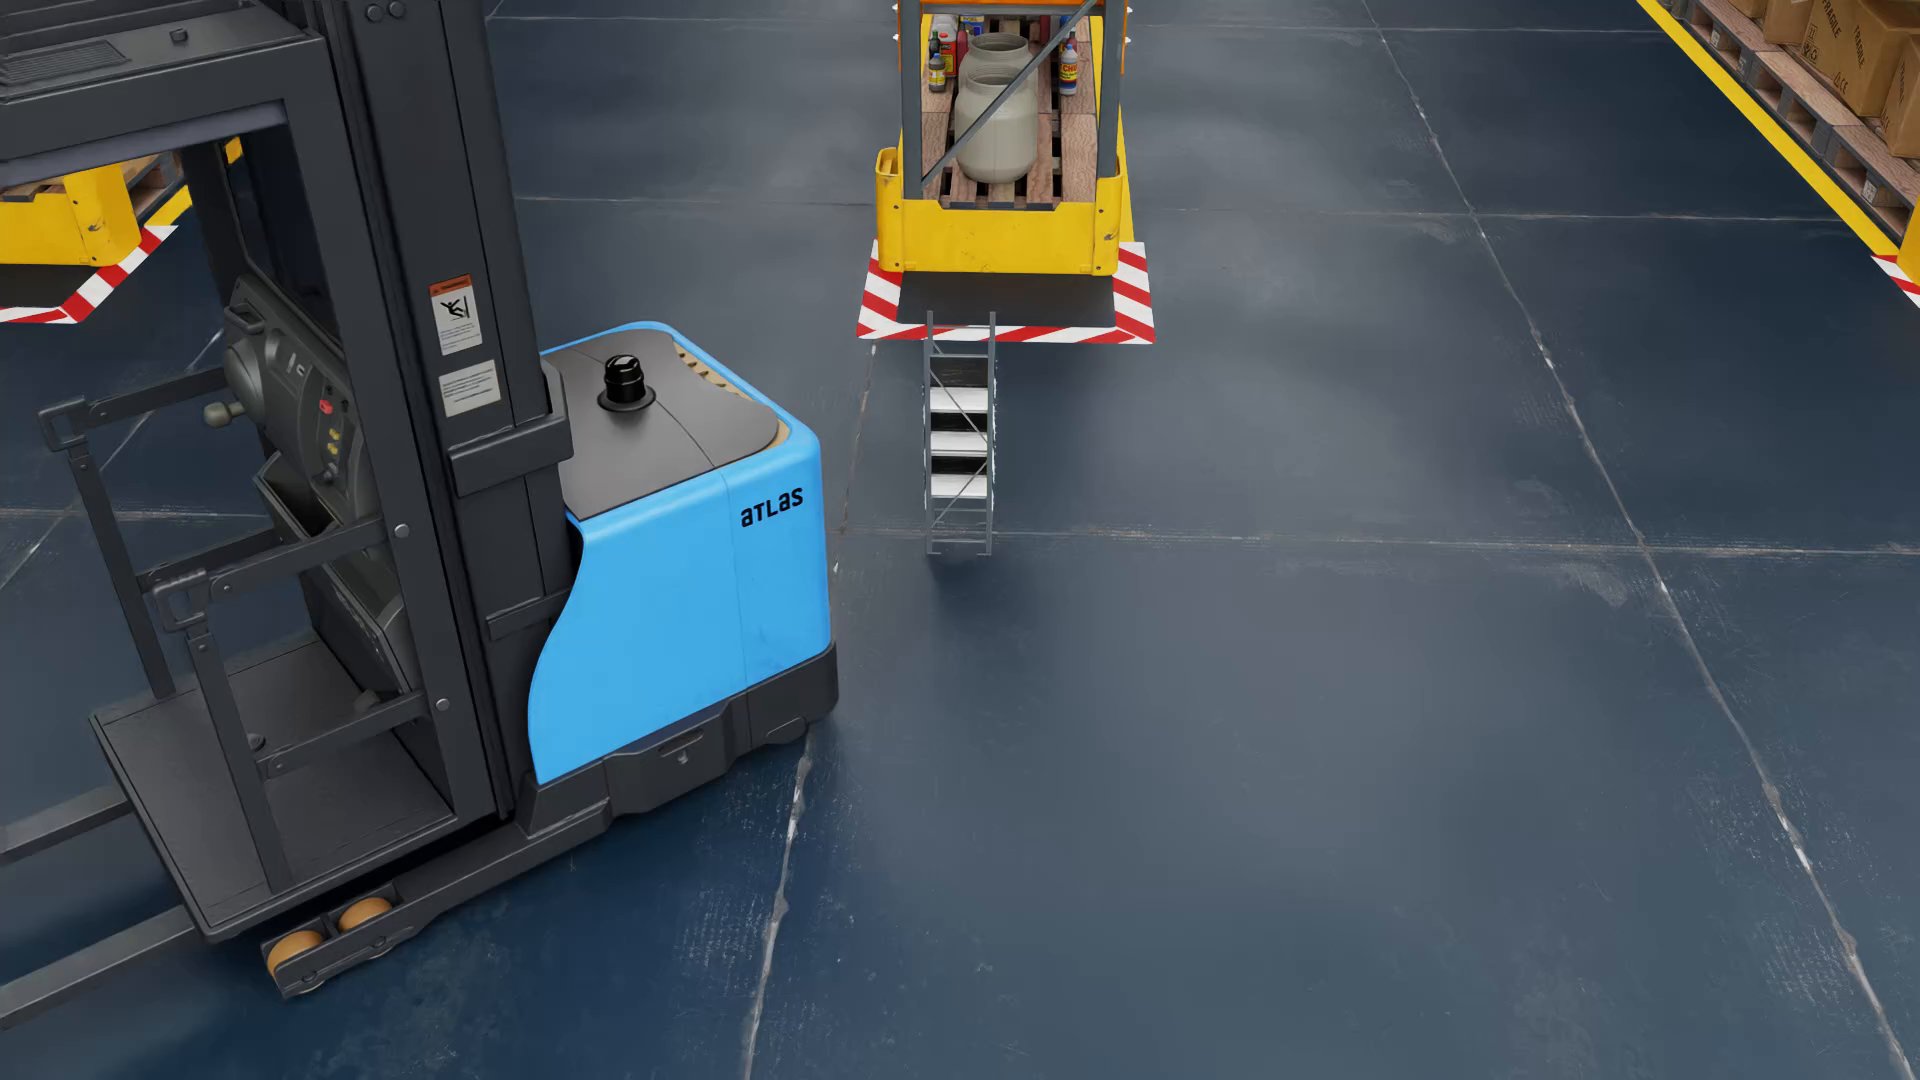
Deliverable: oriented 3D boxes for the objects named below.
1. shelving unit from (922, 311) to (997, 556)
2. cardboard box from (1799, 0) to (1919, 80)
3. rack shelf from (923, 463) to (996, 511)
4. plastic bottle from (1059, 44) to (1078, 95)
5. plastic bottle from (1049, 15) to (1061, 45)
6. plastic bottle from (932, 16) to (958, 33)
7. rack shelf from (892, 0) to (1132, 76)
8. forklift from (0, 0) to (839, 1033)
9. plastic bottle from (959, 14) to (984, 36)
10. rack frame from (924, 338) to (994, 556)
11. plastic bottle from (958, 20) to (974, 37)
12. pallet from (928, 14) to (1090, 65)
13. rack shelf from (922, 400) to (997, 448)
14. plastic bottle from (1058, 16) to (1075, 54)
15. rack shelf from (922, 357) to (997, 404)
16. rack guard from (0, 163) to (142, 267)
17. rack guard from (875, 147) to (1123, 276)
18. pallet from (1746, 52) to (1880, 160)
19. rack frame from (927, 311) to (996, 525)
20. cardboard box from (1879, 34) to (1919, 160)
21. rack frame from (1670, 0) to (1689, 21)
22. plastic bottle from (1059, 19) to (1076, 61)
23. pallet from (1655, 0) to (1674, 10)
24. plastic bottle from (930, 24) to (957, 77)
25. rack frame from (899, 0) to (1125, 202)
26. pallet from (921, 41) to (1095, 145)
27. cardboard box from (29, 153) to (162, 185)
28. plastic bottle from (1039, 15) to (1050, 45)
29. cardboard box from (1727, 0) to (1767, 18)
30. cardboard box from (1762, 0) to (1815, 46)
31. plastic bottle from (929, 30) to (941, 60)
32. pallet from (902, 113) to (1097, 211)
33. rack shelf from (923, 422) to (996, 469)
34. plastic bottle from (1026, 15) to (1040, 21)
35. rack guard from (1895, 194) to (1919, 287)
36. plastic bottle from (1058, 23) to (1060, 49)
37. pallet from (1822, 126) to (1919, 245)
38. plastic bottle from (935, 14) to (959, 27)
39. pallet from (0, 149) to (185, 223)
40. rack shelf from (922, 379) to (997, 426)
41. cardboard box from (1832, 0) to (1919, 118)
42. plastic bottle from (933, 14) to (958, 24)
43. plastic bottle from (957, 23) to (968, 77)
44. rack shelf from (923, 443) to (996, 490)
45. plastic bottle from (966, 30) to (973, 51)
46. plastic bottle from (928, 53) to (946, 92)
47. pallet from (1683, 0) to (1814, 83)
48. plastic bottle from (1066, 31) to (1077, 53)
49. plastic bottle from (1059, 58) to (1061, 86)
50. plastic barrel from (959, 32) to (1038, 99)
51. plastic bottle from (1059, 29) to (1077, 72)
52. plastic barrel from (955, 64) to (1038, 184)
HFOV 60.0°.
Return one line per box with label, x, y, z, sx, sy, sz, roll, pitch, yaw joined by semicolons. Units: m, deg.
shelving unit;0.000;-0.373;5.998;0.258;0.900;0.210;1;35;2
cardboard box;5.325;-2.993;9.709;0.500;0.500;0.500;-2;35;-2
rack shelf;0.000;-0.198;6.121;0.258;0.077;0.200;1;35;2
plastic bottle;0.617;-2.675;9.438;0.097;0.271;0.097;0;35;0
plastic bottle;0.625;-3.175;10.145;0.152;0.276;0.135;2;35;3
plastic bottle;-0.088;-2.932;9.799;0.152;0.276;0.135;0;35;1
rack shelf;0.313;-3.432;9.150;1.077;0.370;4.000;1;35;2
forklift;-1.865;-0.318;4.153;3.031;2.935;1.130;-24;42;-30
plastic bottle;0.071;-3.145;10.103;0.152;0.276;0.135;1;35;2
rack frame;-0.004;-0.314;5.915;0.240;0.900;0.006;1;35;2
plastic bottle;0.037;-3.019;9.988;0.097;0.201;0.097;0;35;0
pallet;0.325;-3.349;10.832;1.003;0.211;1.213;1;35;2
rack shelf;0.000;-0.419;5.965;0.258;0.077;0.200;1;35;2
plastic bottle;0.643;-3.046;9.966;0.097;0.271;0.097;0;35;0
rack shelf;0.000;-0.566;5.862;0.258;0.077;0.200;1;35;2
rack guard;-4.717;-1.657;8.173;1.175;0.500;0.348;1;35;2
rack guard;0.189;-1.599;8.091;1.175;0.500;0.348;1;35;2
pallet;5.305;-2.531;9.667;1.003;0.211;1.213;1;35;2
rack frame;0.004;-0.431;6.081;0.240;0.900;0.006;1;35;2
cardboard box;5.213;-2.314;8.743;0.500;0.500;0.500;10;36;14
rack frame;5.343;-4.761;10.415;1.000;3.000;0.127;1;35;2
plastic bottle;0.635;-2.930;9.800;0.097;0.271;0.097;0;35;0
pallet;5.372;-4.067;11.854;1.003;0.211;1.213;1;35;2
plastic bottle;-0.094;-2.852;9.686;0.152;0.276;0.135;2;35;2
rack frame;0.233;-2.577;7.308;1.000;3.000;0.127;1;35;2
pallet;0.279;-2.647;9.832;1.003;0.211;1.213;1;35;2
cardboard box;-4.472;-2.043;8.575;0.500;0.250;0.500;1;35;2
plastic bottle;0.518;-3.180;10.146;0.061;0.283;0.133;1;35;2
cardboard box;5.287;-3.681;10.688;0.500;0.500;0.500;0;35;0
cardboard box;5.271;-3.352;10.219;0.500;0.500;0.500;12;37;17
plastic bottle;-0.145;-2.779;9.575;0.061;0.283;0.133;2;35;3
pallet;0.227;-1.948;8.838;1.003;0.211;1.213;1;35;2
rack shelf;0.000;-0.346;6.017;0.258;0.077;0.200;1;35;2
plastic bottle;0.499;-3.443;10.526;0.152;0.276;0.135;1;35;2
rack guard;5.185;-1.484;7.926;1.175;0.500;0.348;1;35;2
plastic bottle;0.647;-3.076;10.069;0.097;0.201;0.097;0;35;0
pallet;5.253;-1.831;8.672;1.003;0.211;1.213;1;35;2
plastic bottle;-0.078;-3.165;10.065;0.144;0.351;0.185;1;35;2
pallet;-4.727;-1.993;8.902;1.003;0.211;1.213;1;35;2
rack shelf;0.000;-0.493;5.914;0.258;0.077;0.200;1;35;2
cardboard box;5.258;-2.674;9.254;0.500;0.500;0.500;4;35;6
plastic bottle;-0.086;-3.058;9.913;0.144;0.351;0.185;3;35;4
plastic bottle;0.013;-2.853;9.681;0.061;0.283;0.133;1;35;2
rack shelf;0.000;-0.272;6.069;0.258;0.077;0.200;1;35;2
plastic bottle;0.037;-2.909;9.832;0.097;0.201;0.097;0;35;0
plastic bottle;-0.131;-2.678;9.502;0.097;0.201;0.097;0;35;0
pallet;5.351;-3.233;10.667;1.003;0.211;1.213;1;35;2
plastic bottle;0.644;-2.810;9.619;0.061;0.283;0.133;2;35;3
plastic bottle;0.621;-2.706;9.543;0.097;0.201;0.097;0;35;0
plastic barrel;0.203;-2.399;8.853;0.421;0.512;0.421;0;35;0
plastic bottle;0.631;-2.872;9.718;0.097;0.271;0.097;0;35;0
plastic barrel;0.183;-2.111;8.443;0.421;0.512;0.421;0;35;0
